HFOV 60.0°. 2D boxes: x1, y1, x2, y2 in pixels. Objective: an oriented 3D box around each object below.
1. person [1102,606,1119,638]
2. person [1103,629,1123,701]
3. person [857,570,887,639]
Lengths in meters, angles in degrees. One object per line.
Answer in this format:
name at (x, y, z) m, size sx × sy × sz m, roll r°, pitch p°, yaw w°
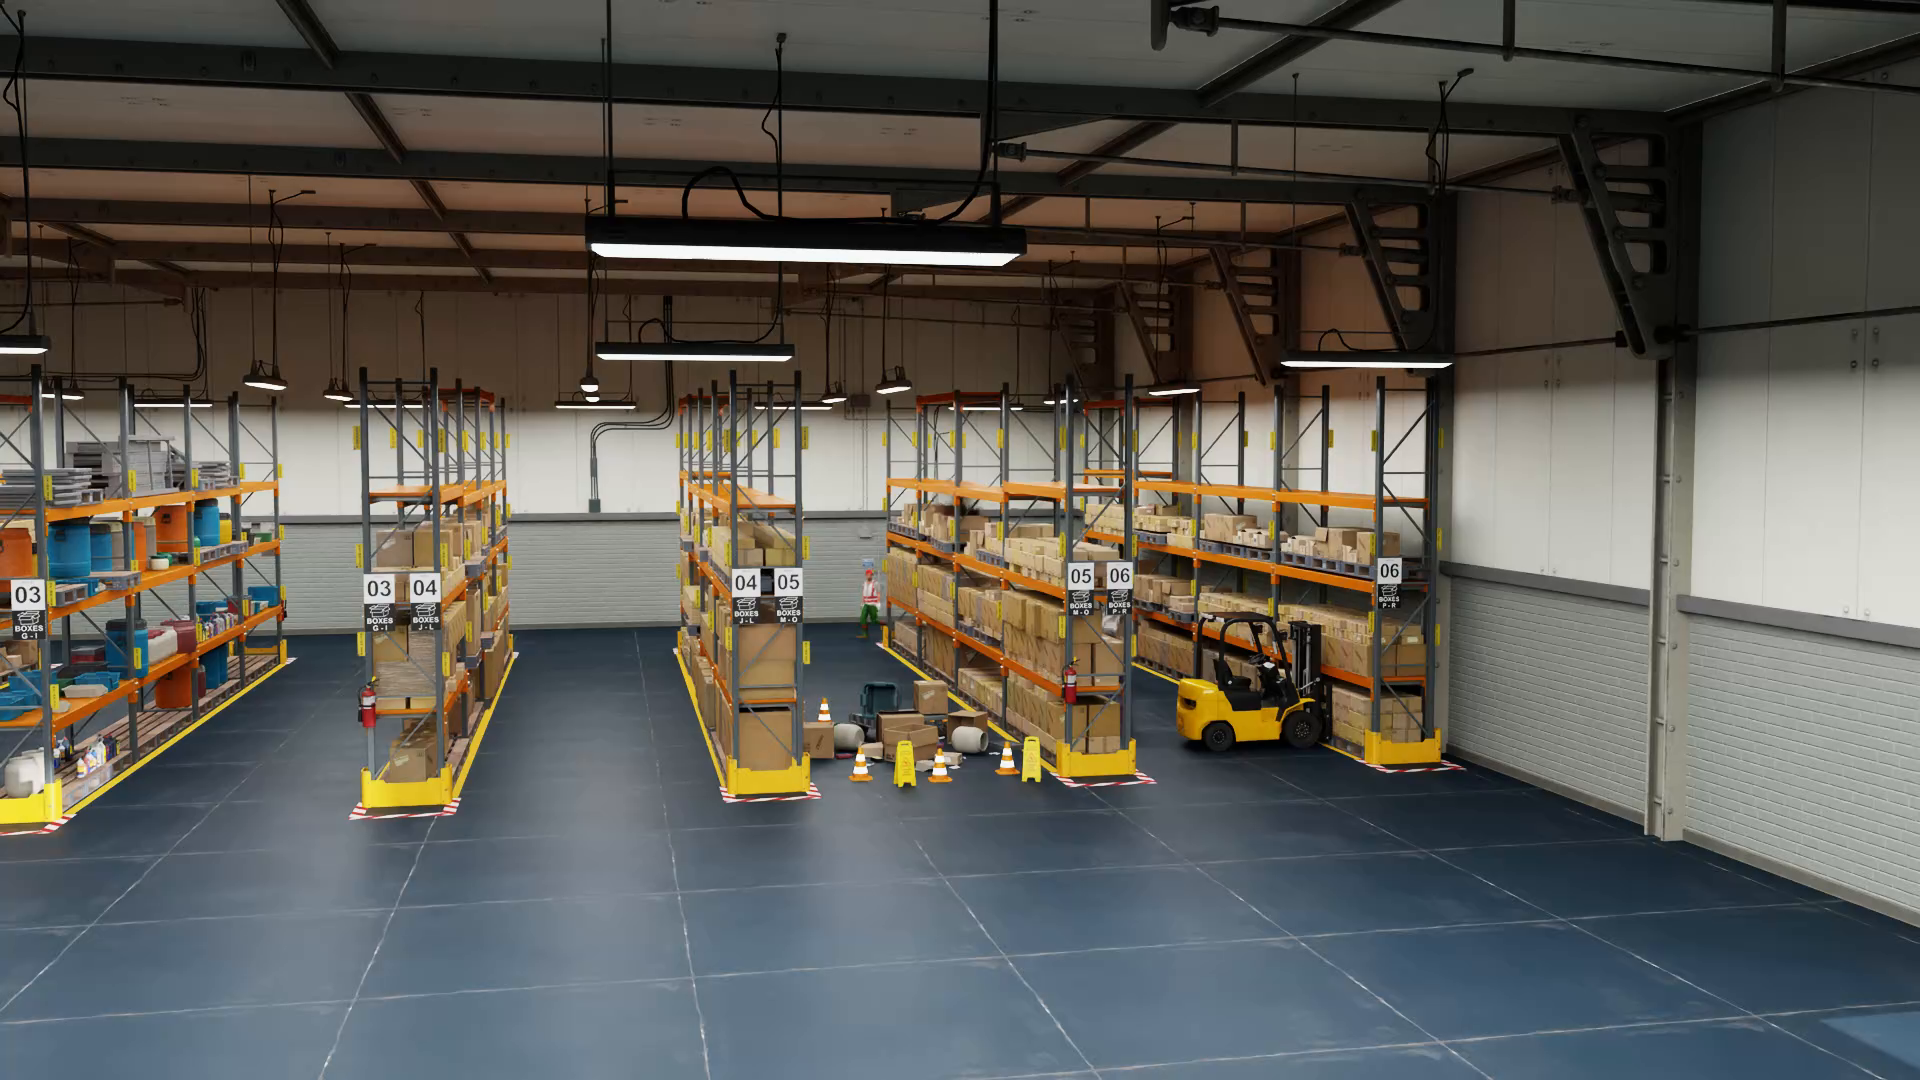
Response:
person at (3.091, 1.933, 34.733) m, size 0.574 × 1.727 × 0.651 m, roll -2°, pitch 4°, yaw -29°
person at (2.686, 2.444, 30.035) m, size 0.585 × 1.666 × 0.806 m, roll -1°, pitch 3°, yaw -12°
person at (-2.201, 1.622, 42.032) m, size 0.878 × 1.753 × 0.598 m, roll -2°, pitch 4°, yaw -26°
